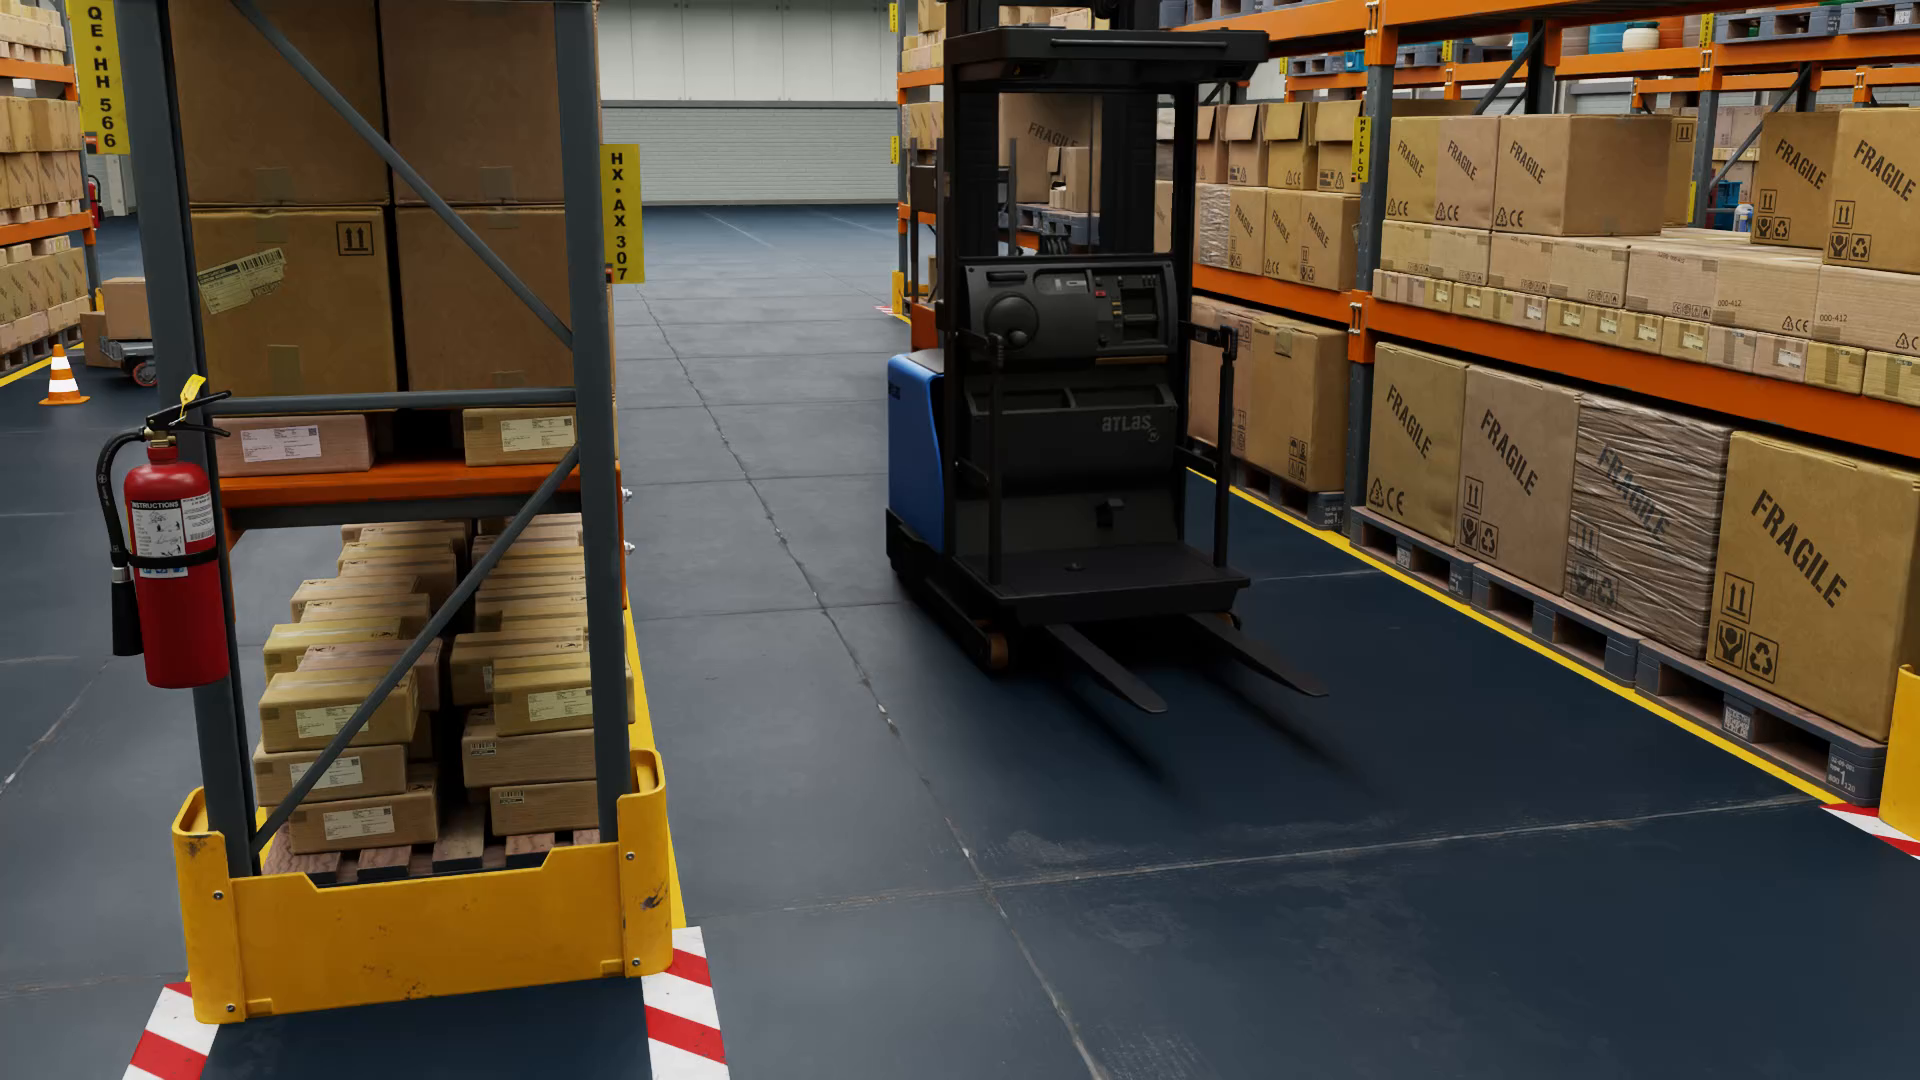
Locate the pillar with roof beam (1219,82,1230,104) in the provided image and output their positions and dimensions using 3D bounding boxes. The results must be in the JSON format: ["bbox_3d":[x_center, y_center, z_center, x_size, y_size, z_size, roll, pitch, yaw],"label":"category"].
[{"bbox_3d":[3.973,-14.576,49.629,9.100,9.000,0.400,-3,14,-13],"label":"pillar with roof beam"}]

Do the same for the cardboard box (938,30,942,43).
[{"bbox_3d":[-0.030,-5.411,17.910,0.380,0.149,0.250,-3,14,-14],"label":"cardboard box"}]

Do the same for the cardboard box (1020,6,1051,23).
[{"bbox_3d":[0.930,-4.724,14.518,0.797,0.503,0.637,-3,14,-11],"label":"cardboard box"}]

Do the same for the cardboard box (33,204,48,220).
[{"bbox_3d":[-9.215,-3.226,16.342,0.380,0.149,0.250,-3,14,-14],"label":"cardboard box"}]

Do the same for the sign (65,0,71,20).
[{"bbox_3d":[-9.335,-5.627,17.455,0.100,0.325,0.005,-3,14,-13],"label":"sign"}]

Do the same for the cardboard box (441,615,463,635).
[{"bbox_3d":[-2.019,0.391,6.127,0.380,0.149,0.250,-3,14,-12],"label":"cardboard box"}]

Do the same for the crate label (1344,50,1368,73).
[{"bbox_3d":[4.687,-5.477,19.018,0.502,0.251,0.408,-3,14,-13],"label":"crate label"}]

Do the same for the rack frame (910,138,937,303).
[{"bbox_3d":[-0.060,-1.048,8.791,0.400,2.100,0.015,-4,14,-16],"label":"rack frame"}]

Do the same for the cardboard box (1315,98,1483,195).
[{"bbox_3d":[2.414,-2.181,9.208,0.797,0.503,0.637,-4,14,-15],"label":"cardboard box"}]

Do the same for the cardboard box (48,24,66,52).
[{"bbox_3d":[-9.497,-5.140,17.013,0.500,0.250,0.500,-3,14,-14],"label":"cardboard box"}]

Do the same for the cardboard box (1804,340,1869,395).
[{"bbox_3d":[3.045,-0.577,5.497,0.380,0.149,0.250,-3,14,-13],"label":"cardboard box"}]

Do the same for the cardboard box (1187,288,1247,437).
[{"bbox_3d":[1.977,-1.226,11.218,1.225,0.875,0.875,-3,14,-13],"label":"cardboard box"}]

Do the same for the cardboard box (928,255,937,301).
[{"bbox_3d":[-0.116,-3.111,19.722,0.500,0.500,0.500,-1,14,-3],"label":"cardboard box"}]

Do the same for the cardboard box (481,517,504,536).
[{"bbox_3d":[-1.787,-0.107,6.915,0.380,0.149,0.250,-3,14,-11],"label":"cardboard box"}]

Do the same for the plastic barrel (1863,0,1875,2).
[{"bbox_3d":[6.842,-4.052,12.277,0.301,0.262,0.301,0,14,0],"label":"plastic barrel"}]

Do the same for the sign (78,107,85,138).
[{"bbox_3d":[-9.335,-4.456,17.741,0.100,0.325,0.005,-3,14,-13],"label":"sign"}]

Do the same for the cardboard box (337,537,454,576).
[{"bbox_3d":[-2.051,0.100,6.066,0.380,0.149,0.250,-3,14,-13],"label":"cardboard box"}]

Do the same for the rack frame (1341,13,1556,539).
[{"bbox_3d":[2.572,-1.498,8.738,1.000,3.000,0.127,-3,14,-13],"label":"rack frame"}]

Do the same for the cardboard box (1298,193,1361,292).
[{"bbox_3d":[2.197,-1.639,9.105,0.500,0.500,0.500,-3,14,-13],"label":"cardboard box"}]

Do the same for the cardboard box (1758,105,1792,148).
[{"bbox_3d":[9.976,-4.908,19.750,0.700,0.500,0.500,-3,14,-13],"label":"cardboard box"}]

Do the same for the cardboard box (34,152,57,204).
[{"bbox_3d":[-9.256,-3.566,16.364,0.500,0.500,0.500,-3,14,-13],"label":"cardboard box"}]

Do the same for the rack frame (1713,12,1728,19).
[{"bbox_3d":[6.447,-5.611,12.933,1.000,3.000,0.127,-3,14,-13],"label":"rack frame"}]

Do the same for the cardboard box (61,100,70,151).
[{"bbox_3d":[-9.435,-4.170,16.730,0.700,0.500,0.500,-3,14,-13],"label":"cardboard box"}]

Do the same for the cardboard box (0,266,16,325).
[{"bbox_3d":[-8.815,-2.175,14.837,0.500,0.500,0.500,-3,14,-11],"label":"cardboard box"}]

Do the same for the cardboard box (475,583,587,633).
[{"bbox_3d":[-1.381,0.255,5.430,0.380,0.149,0.250,-4,14,-16],"label":"cardboard box"}]

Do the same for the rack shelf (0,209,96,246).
[{"bbox_3d":[-9.409,-2.903,16.005,1.077,0.370,4.000,-3,14,-13],"label":"rack shelf"}]

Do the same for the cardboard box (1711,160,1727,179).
[{"bbox_3d":[9.720,-4.522,20.905,0.700,0.500,0.500,-3,14,-13],"label":"cardboard box"}]

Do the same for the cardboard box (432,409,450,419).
[{"bbox_3d":[-1.396,-0.467,5.046,0.380,0.149,0.250,-3,14,-11],"label":"cardboard box"}]

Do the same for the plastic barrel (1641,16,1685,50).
[{"bbox_3d":[6.312,-4.715,14.681,0.600,0.830,0.708,-3,14,-13],"label":"plastic barrel"}]

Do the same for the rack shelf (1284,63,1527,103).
[{"bbox_3d":[5.038,-5.189,19.040,1.077,0.370,4.000,-3,14,-13],"label":"rack shelf"}]

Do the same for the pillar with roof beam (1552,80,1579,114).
[{"bbox_3d":[8.201,-10.424,32.633,9.100,9.000,0.400,-3,14,-13],"label":"pillar with roof beam"}]

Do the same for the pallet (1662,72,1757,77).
[{"bbox_3d":[9.525,-6.067,21.307,1.003,0.211,1.213,-3,14,-13],"label":"pallet"}]

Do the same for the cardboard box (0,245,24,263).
[{"bbox_3d":[-8.909,-2.641,15.377,0.380,0.149,0.250,-3,14,-11],"label":"cardboard box"}]

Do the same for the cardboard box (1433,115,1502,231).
[{"bbox_3d":[2.544,-1.695,7.654,0.500,0.500,0.500,-3,14,-13],"label":"cardboard box"}]

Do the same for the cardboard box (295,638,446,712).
[{"bbox_3d":[-2.027,-1.153,5.625,0.500,2.792,2.619,-3,14,-13],"label":"cardboard box"}]

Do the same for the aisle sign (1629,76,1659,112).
[{"bbox_3d":[9.071,-6.078,22.009,0.394,0.787,0.004,-3,14,-13],"label":"aisle sign"}]

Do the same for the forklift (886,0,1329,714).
[{"bbox_3d":[0.538,-0.961,6.819,1.129,2.867,3.031,-4,14,-16],"label":"forklift"}]

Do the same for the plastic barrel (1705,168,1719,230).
[{"bbox_3d":[6.044,-2.853,13.998,0.600,0.536,0.708,-3,14,-13],"label":"plastic barrel"}]

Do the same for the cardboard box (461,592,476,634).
[{"bbox_3d":[-1.573,0.280,5.956,0.380,0.149,0.250,-3,14,-10],"label":"cardboard box"}]

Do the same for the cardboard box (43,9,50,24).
[{"bbox_3d":[-9.489,-5.313,16.883,0.380,0.149,0.250,-3,14,-12],"label":"cardboard box"}]

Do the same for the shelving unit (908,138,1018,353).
[{"bbox_3d":[0.011,-0.993,8.564,0.431,2.100,0.503,-4,14,-16],"label":"shelving unit"}]

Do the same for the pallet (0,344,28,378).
[{"bbox_3d":[-9.131,-1.589,14.988,1.003,0.211,1.213,-3,14,-13],"label":"pallet"}]

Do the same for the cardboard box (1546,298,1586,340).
[{"bbox_3d":[2.686,-0.930,6.941,0.380,0.149,0.250,-4,14,-15],"label":"cardboard box"}]

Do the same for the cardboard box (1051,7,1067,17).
[{"bbox_3d":[1.045,-4.498,13.434,0.500,0.500,0.500,-3,14,-12],"label":"cardboard box"}]

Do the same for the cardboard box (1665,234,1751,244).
[{"bbox_3d":[3.291,-1.128,6.914,0.500,0.250,0.500,-4,14,-14],"label":"cardboard box"}]

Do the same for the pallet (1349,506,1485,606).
[{"bbox_3d":[2.675,0.036,8.333,1.003,0.211,1.213,-3,14,-13],"label":"pallet"}]

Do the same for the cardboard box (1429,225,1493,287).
[{"bbox_3d":[2.540,-1.332,7.746,0.500,0.250,0.500,-3,14,-13],"label":"cardboard box"}]

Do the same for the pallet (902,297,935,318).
[{"bbox_3d":[-0.072,-2.705,19.553,1.003,0.211,1.213,-3,14,-13],"label":"pallet"}]

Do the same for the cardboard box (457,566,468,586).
[{"bbox_3d":[-2.157,0.128,6.579,0.380,0.149,0.250,-3,14,-11],"label":"cardboard box"}]

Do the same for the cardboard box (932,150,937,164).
[{"bbox_3d":[0.166,-4.104,18.570,0.875,0.500,0.500,-3,14,-13],"label":"cardboard box"}]

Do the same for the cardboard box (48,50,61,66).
[{"bbox_3d":[-9.433,-4.927,16.981,0.380,0.149,0.250,-3,14,-13],"label":"cardboard box"}]
